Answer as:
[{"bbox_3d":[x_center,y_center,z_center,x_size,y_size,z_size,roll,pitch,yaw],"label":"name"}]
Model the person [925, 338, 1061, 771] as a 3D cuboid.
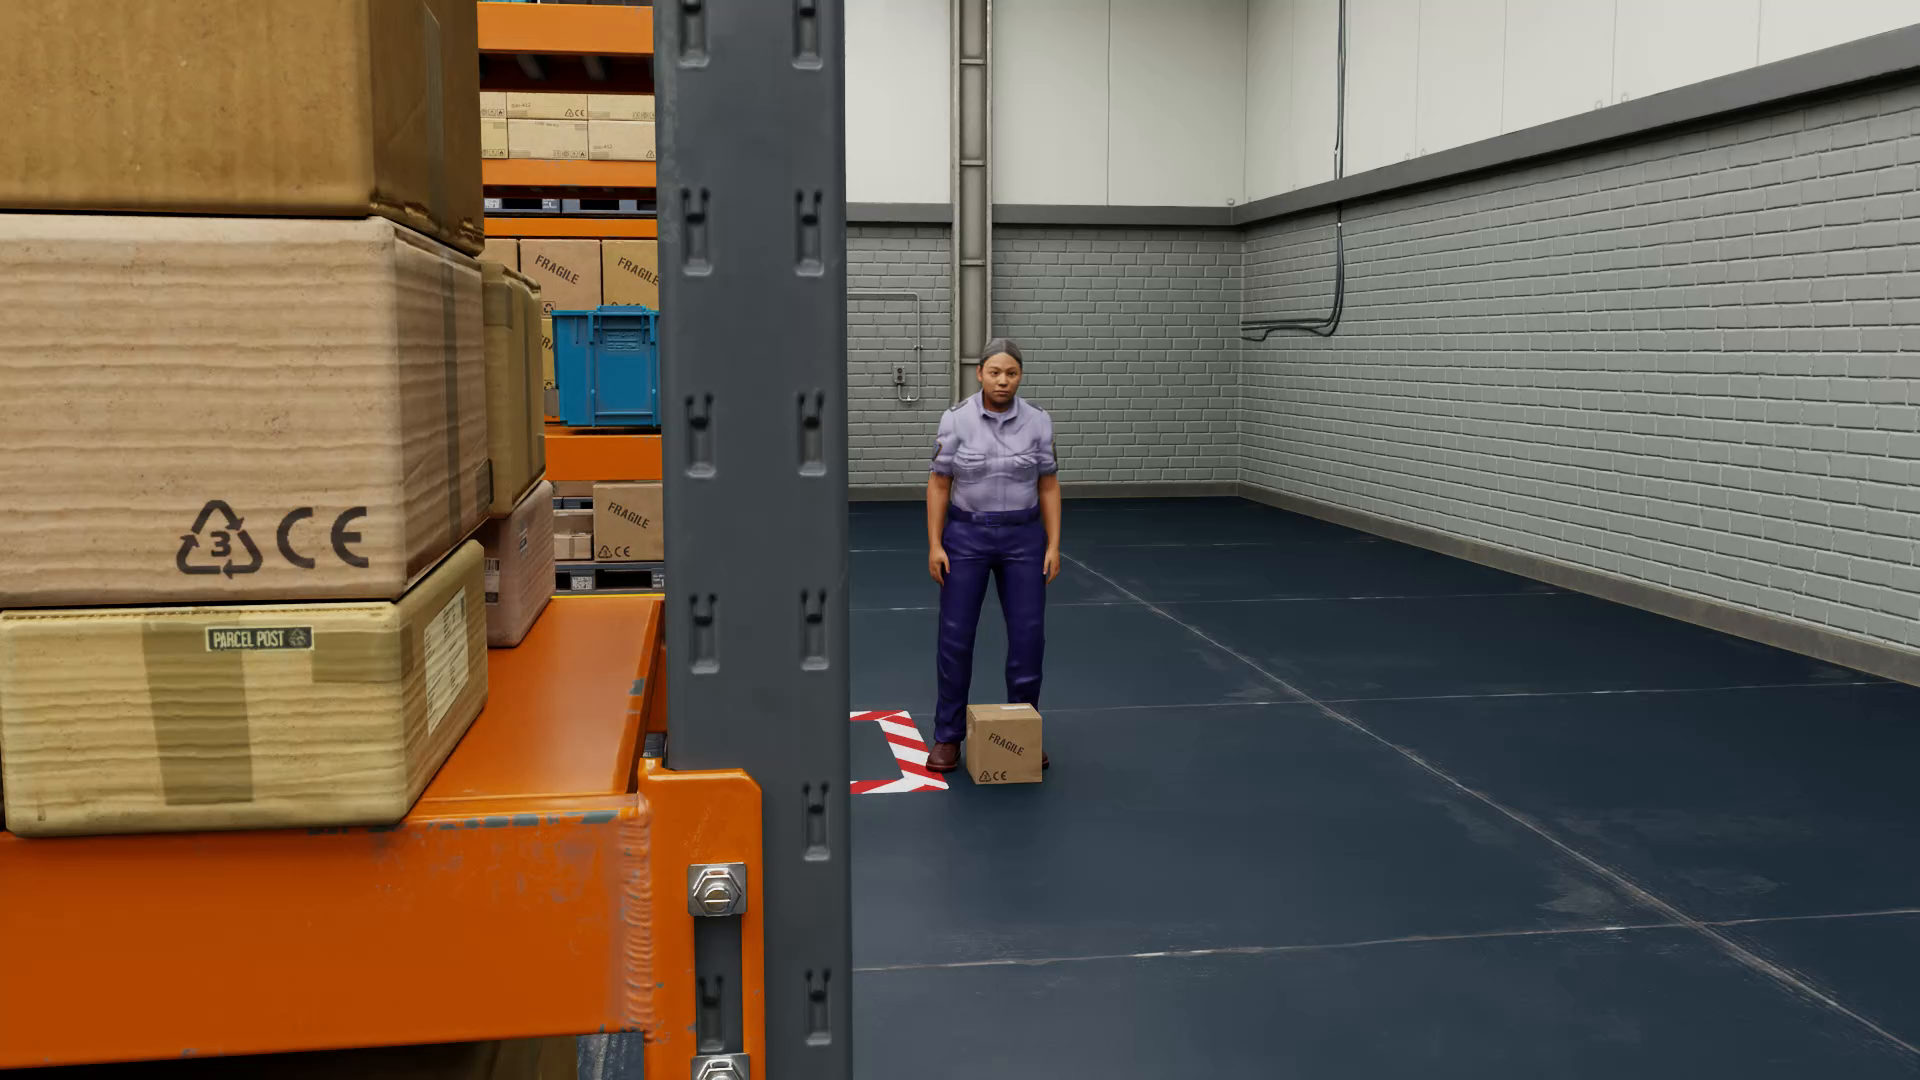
[{"bbox_3d":[0.127,0.048,6.454,0.539,1.652,0.370,-1,7,-5],"label":"person"}]
